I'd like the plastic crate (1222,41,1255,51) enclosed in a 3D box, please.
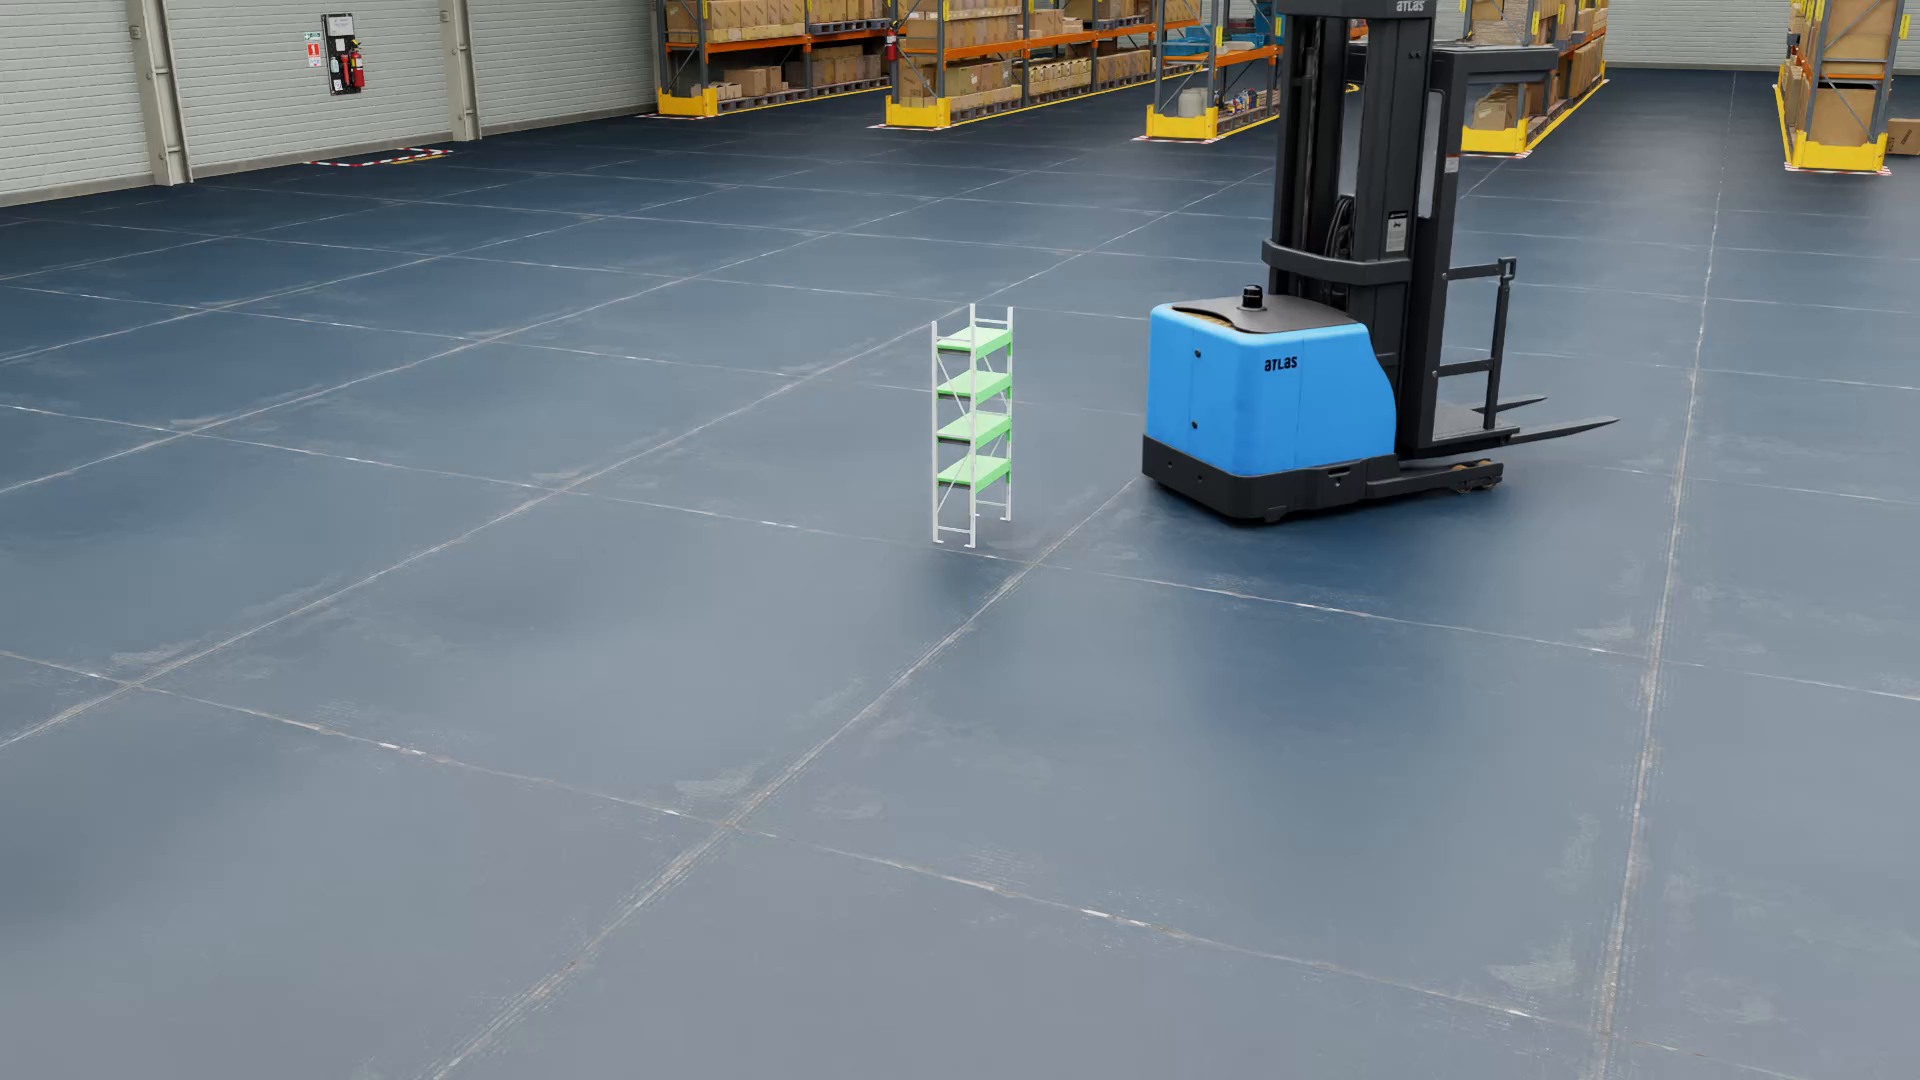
[{"bbox_3d":[4.972,-8.806,29.647,0.530,0.136,0.437,9,21,23],"label":"plastic crate"}]

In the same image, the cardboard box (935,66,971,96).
[{"bbox_3d":[-0.125,-8.462,30.643,0.500,0.500,0.500,9,21,23],"label":"cardboard box"}]

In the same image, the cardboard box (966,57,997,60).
[{"bbox_3d":[0.412,-9.299,32.998,0.500,0.500,0.500,9,21,23],"label":"cardboard box"}]

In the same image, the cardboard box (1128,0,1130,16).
[{"bbox_3d":[3.542,-12.500,38.864,0.700,0.500,0.500,12,23,31],"label":"cardboard box"}]

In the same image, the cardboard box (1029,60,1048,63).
[{"bbox_3d":[1.625,-10.094,35.516,0.500,0.311,0.500,8,21,21],"label":"cardboard box"}]

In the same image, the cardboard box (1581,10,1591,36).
[{"bbox_3d":[12.841,-10.783,34.663,0.500,0.500,0.500,8,21,22],"label":"cardboard box"}]

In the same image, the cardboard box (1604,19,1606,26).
[{"bbox_3d":[14.888,-12.098,38.885,0.380,0.149,0.250,9,21,23],"label":"cardboard box"}]

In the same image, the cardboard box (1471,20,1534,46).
[{"bbox_3d":[8.536,-7.911,26.143,0.875,0.500,0.500,9,21,23],"label":"cardboard box"}]

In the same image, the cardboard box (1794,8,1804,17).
[{"bbox_3d":[15.828,-9.866,31.093,0.380,0.149,0.250,8,21,21],"label":"cardboard box"}]

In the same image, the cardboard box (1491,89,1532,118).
[{"bbox_3d":[9.496,-7.509,28.710,0.500,0.500,0.500,17,26,40],"label":"cardboard box"}]

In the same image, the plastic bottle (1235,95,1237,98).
[{"bbox_3d":[5.026,-7.960,30.273,0.061,0.283,0.133,9,21,23],"label":"plastic bottle"}]

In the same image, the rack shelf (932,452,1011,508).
[{"bbox_3d":[0.068,-0.330,9.012,0.258,0.148,0.480,9,21,23],"label":"rack shelf"}]

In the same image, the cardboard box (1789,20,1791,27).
[{"bbox_3d":[16.889,-10.377,33.418,0.380,0.149,0.250,9,21,23],"label":"cardboard box"}]

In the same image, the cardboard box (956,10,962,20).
[{"bbox_3d":[-0.184,-9.520,30.143,0.380,0.149,0.250,9,21,23],"label":"cardboard box"}]

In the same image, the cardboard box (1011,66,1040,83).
[{"bbox_3d":[1.284,-9.401,33.566,0.500,0.311,0.500,9,21,23],"label":"cardboard box"}]

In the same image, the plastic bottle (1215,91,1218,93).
[{"bbox_3d":[4.768,-8.246,31.086,0.152,0.276,0.135,9,22,25],"label":"plastic bottle"}]

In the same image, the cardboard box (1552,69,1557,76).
[{"bbox_3d":[11.107,-9.015,31.796,0.500,0.250,0.500,11,22,29],"label":"cardboard box"}]

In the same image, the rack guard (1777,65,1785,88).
[{"bbox_3d":[19.290,-10.538,37.853,1.175,0.500,0.348,9,21,23],"label":"rack guard"}]

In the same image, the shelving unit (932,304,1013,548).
[{"bbox_3d":[0.068,-0.616,8.910,0.258,1.200,0.503,9,21,23],"label":"shelving unit"}]

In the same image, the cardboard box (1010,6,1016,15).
[{"bbox_3d":[0.869,-10.307,32.357,0.380,0.149,0.250,8,21,22],"label":"cardboard box"}]

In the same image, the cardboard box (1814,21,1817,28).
[{"bbox_3d":[13.760,-8.211,25.746,0.875,0.550,0.550,9,21,23],"label":"cardboard box"}]

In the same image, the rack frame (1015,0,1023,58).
[{"bbox_3d":[1.281,-14.489,45.234,1.000,3.000,0.127,9,21,23],"label":"rack frame"}]

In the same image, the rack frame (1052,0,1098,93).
[{"bbox_3d":[2.526,-11.365,36.449,1.000,3.000,0.127,9,21,23],"label":"rack frame"}]

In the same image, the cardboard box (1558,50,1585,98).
[{"bbox_3d":[11.864,-9.409,33.495,1.225,0.875,0.875,8,21,20],"label":"cardboard box"}]

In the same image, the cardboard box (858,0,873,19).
[{"bbox_3d":[-2.382,-11.978,37.368,0.700,0.500,0.500,6,21,18],"label":"cardboard box"}]

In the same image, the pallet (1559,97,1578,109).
[{"bbox_3d":[11.954,-8.921,33.740,1.003,0.211,1.213,9,21,23],"label":"pallet"}]

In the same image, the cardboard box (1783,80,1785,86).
[{"bbox_3d":[17.957,-9.854,35.827,0.380,0.149,0.250,9,21,23],"label":"cardboard box"}]

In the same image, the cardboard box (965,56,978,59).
[{"bbox_3d":[0.043,-12.501,42.747,0.700,0.500,0.500,9,21,23],"label":"cardboard box"}]

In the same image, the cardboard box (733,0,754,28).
[{"bbox_3d":[-4.372,-10.302,32.534,0.500,0.500,0.500,8,21,21],"label":"cardboard box"}]

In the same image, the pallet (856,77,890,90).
[{"bbox_3d":[-2.316,-10.491,38.153,1.003,0.211,1.213,9,21,23],"label":"pallet"}]

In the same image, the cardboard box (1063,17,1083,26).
[{"bbox_3d":[2.337,-11.218,36.168,0.500,0.311,0.500,10,22,26],"label":"cardboard box"}]

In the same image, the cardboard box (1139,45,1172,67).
[{"bbox_3d":[4.928,-12.194,41.849,0.797,0.503,0.637,9,21,23],"label":"cardboard box"}]

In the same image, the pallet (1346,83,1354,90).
[{"bbox_3d":[8.327,-10.363,37.793,1.003,0.211,1.213,9,21,23],"label":"pallet"}]

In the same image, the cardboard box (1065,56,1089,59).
[{"bbox_3d":[2.695,-10.713,37.689,0.500,0.500,0.500,9,22,25],"label":"cardboard box"}]

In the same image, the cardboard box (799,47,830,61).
[{"bbox_3d":[-3.170,-10.566,36.157,0.500,0.250,0.500,8,21,22],"label":"cardboard box"}]

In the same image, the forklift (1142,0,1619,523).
[{"bbox_3d":[2.632,-1.800,9.655,3.031,2.935,1.130,-10,22,-25],"label":"forklift"}]

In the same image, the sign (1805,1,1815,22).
[{"bbox_3d":[13.909,-8.650,27.205,0.100,0.325,0.005,9,21,23],"label":"sign"}]

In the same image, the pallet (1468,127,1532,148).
[{"bbox_3d":[8.682,-6.512,26.964,1.003,0.211,1.213,9,21,23],"label":"pallet"}]

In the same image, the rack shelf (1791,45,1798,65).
[{"bbox_3d":[16.865,-9.566,32.463,1.077,0.370,4.000,9,21,23],"label":"rack shelf"}]

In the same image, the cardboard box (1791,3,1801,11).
[{"bbox_3d":[17.103,-10.818,33.772,0.380,0.149,0.250,10,22,25],"label":"cardboard box"}]

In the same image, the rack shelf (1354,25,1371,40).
[{"bbox_3d":[9.500,-12.179,39.813,1.077,0.370,4.000,9,21,23],"label":"rack shelf"}]

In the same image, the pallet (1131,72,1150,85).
[{"bbox_3d":[3.865,-11.020,39.641,1.003,0.211,1.213,9,21,23],"label":"pallet"}]

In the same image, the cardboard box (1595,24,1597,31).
[{"bbox_3d":[13.839,-11.315,36.683,0.380,0.149,0.250,9,22,24],"label":"cardboard box"}]

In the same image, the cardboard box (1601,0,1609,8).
[{"bbox_3d":[14.878,-12.688,38.830,0.500,0.500,0.500,9,21,23],"label":"cardboard box"}]

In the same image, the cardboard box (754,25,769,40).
[{"bbox_3d":[-4.159,-10.112,33.120,0.500,0.250,0.500,9,21,23],"label":"cardboard box"}]

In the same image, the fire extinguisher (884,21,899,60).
[{"bbox_3d":[-1.222,-8.911,29.663,0.296,0.674,0.183,9,21,23],"label":"fire extinguisher"}]

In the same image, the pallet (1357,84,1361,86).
[{"bbox_3d":[8.947,-10.823,39.087,1.003,0.211,1.213,9,21,23],"label":"pallet"}]

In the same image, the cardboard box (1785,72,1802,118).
[{"bbox_3d":[14.978,-7.705,28.888,1.050,0.750,0.750,9,21,23],"label":"cardboard box"}]

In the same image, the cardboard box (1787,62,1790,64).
[{"bbox_3d":[18.276,-10.355,36.349,0.380,0.149,0.250,9,21,24],"label":"cardboard box"}]

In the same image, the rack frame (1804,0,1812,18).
[{"bbox_3d":[16.046,-9.293,30.623,1.000,3.000,0.127,9,21,23],"label":"rack frame"}]

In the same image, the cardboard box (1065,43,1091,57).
[{"bbox_3d":[2.714,-11.084,37.613,0.500,0.250,0.500,9,22,25],"label":"cardboard box"}]

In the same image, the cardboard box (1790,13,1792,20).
[{"bbox_3d":[16.787,-10.440,33.153,0.380,0.149,0.250,8,21,20],"label":"cardboard box"}]

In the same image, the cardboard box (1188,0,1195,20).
[{"bbox_3d":[5.657,-13.524,42.372,0.500,0.500,0.500,9,21,23],"label":"cardboard box"}]

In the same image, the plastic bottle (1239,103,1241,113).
[{"bbox_3d":[5.016,-7.805,29.957,0.097,0.201,0.097,0,20,0],"label":"plastic bottle"}]
